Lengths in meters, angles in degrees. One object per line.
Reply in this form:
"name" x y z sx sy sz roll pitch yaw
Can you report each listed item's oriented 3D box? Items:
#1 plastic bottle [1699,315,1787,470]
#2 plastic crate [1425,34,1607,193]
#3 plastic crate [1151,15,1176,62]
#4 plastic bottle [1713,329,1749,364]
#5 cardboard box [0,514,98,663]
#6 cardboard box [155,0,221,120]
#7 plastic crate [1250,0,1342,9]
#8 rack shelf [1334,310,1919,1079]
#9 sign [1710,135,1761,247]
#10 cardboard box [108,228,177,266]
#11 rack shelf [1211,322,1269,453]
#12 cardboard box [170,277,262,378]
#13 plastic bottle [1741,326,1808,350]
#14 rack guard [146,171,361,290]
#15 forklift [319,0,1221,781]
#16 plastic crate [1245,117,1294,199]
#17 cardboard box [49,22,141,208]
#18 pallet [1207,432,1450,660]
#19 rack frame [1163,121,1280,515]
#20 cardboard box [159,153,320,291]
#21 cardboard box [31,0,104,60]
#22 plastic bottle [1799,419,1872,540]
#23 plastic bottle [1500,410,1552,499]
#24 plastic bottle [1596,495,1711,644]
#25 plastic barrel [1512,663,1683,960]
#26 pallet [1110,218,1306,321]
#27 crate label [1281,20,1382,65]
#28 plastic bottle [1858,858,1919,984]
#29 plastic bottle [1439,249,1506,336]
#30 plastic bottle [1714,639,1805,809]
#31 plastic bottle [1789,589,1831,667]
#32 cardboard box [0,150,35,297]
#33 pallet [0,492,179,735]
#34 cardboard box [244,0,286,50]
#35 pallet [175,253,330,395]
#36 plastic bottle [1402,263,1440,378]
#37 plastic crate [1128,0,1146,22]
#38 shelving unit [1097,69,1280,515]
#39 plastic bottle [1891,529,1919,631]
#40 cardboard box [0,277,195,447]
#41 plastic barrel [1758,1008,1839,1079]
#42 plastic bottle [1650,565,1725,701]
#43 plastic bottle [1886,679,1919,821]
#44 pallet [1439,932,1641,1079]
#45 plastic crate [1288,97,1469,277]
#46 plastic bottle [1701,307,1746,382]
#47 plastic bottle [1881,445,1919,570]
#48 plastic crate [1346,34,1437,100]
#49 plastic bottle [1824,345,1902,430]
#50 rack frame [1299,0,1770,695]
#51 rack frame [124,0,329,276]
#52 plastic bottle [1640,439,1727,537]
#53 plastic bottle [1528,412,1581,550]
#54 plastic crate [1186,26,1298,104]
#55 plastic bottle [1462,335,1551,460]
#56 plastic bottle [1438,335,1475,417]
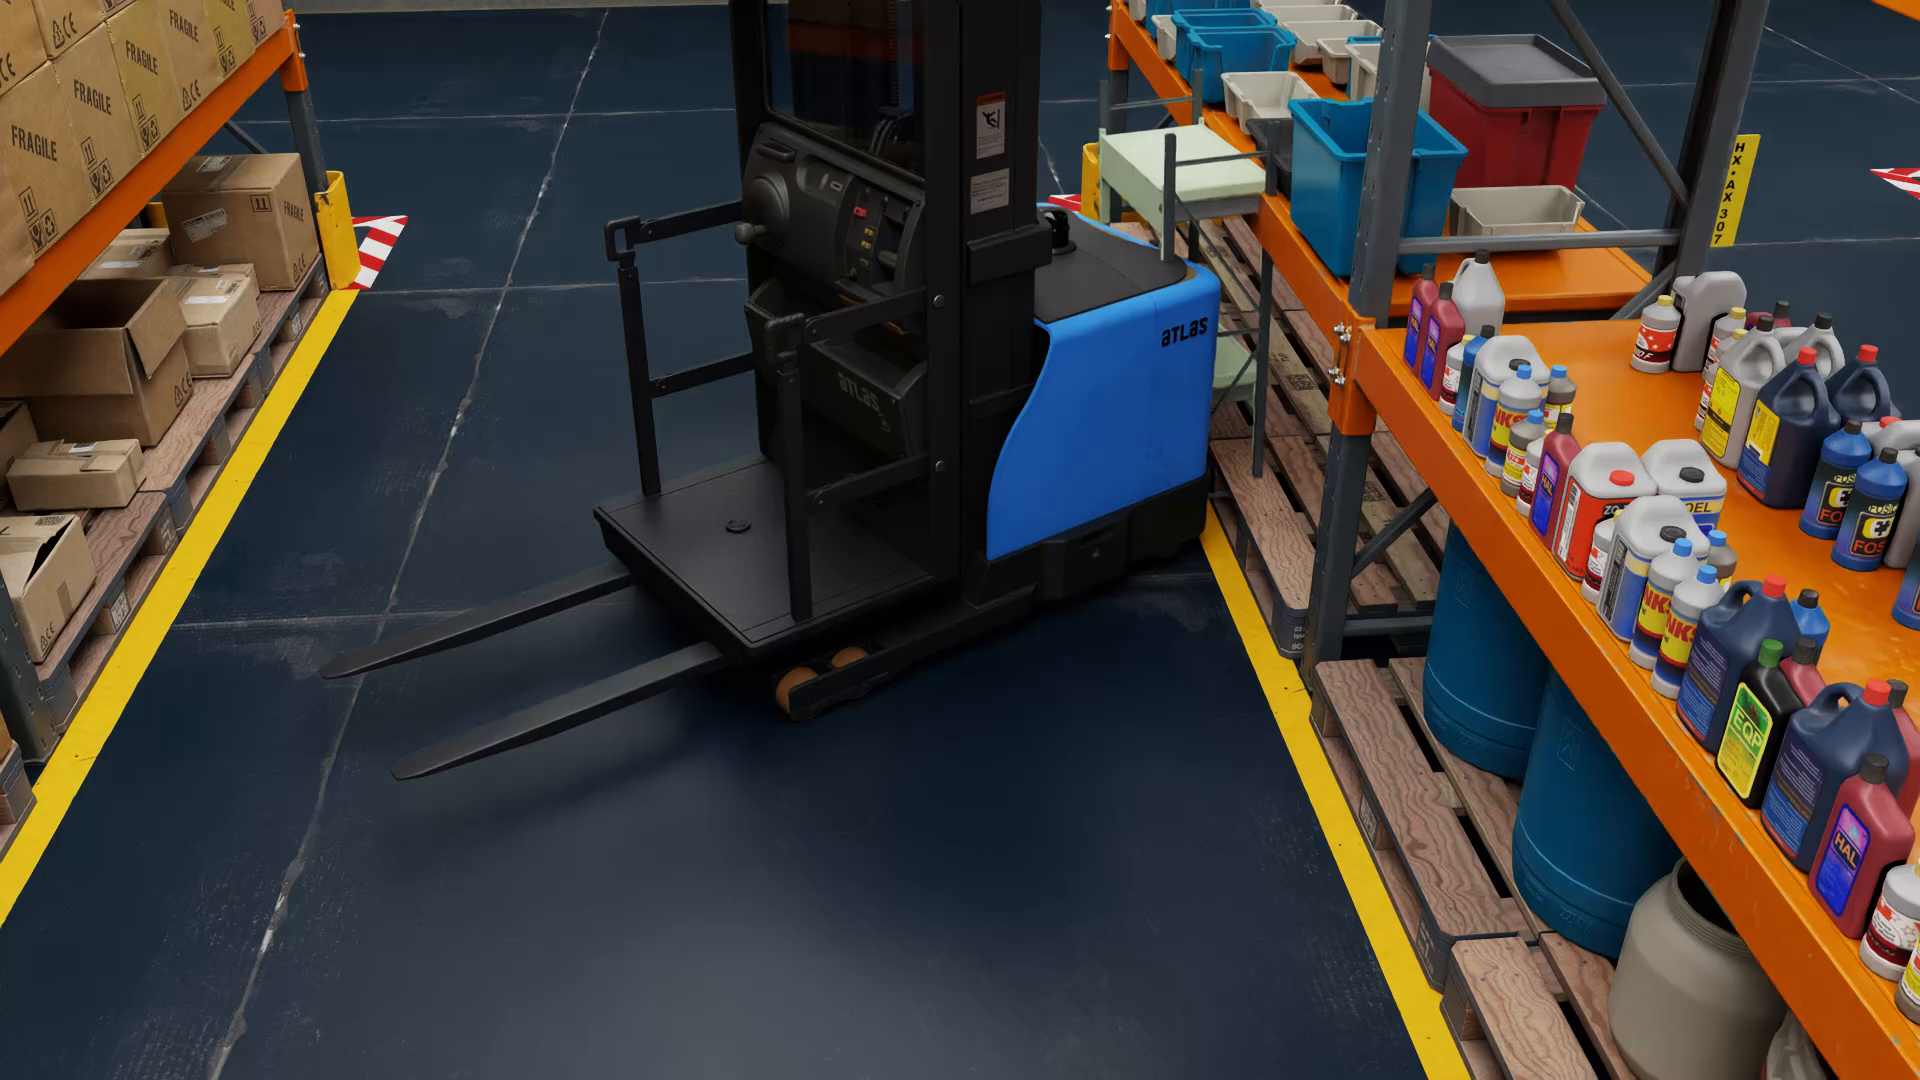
"plastic bottle" 1.897 -0.359 3.974 0.144 0.351 0.185 -3 31 -5
"plastic crate" 1.795 -1.362 5.484 0.402 0.464 0.583 -3 31 -5
"plastic crate" 0.961 -2.140 7.106 0.250 0.136 0.298 -3 31 -5
"plastic bottle" 1.977 -0.441 4.257 0.097 0.201 0.097 0 31 0
"cardboard box" -3.127 0.135 5.291 0.500 0.311 0.500 -3 31 -5
"cardboard box" -3.271 -1.955 6.501 0.500 0.500 0.500 -3 31 -4
"plastic crate" 1.511 -2.388 7.522 0.396 0.136 0.243 -3 31 -5
"rack shelf" 1.816 0.489 3.208 1.077 0.370 4.000 -3 31 -5
"sign" 2.177 -0.985 4.704 0.100 0.325 0.005 -3 31 -5
"cardboard box" -3.980 -1.382 7.990 0.380 0.149 0.250 -3 31 -5
"rack shelf" 0.842 -0.618 6.391 0.431 0.370 0.720 -9 31 -10
"cardboard box" -3.322 -0.904 7.091 0.500 0.250 0.500 -3 31 -5
"plastic bottle" 2.022 -0.415 4.141 0.152 0.276 0.135 -3 31 -5
"rack guard" -3.670 -1.536 8.334 1.175 0.500 0.348 -3 31 -5
"forklift" -0.572 -0.992 5.053 3.031 2.935 1.130 -21 37 -31
"plastic crate" 1.257 -1.307 5.723 0.437 0.125 0.590 -3 31 -5
"cardboard box" -3.175 -1.439 5.636 0.500 0.500 0.500 -3 31 -5
"pallet" 1.521 -0.017 6.073 1.003 0.211 1.213 -3 31 -5
"rack frame" 0.910 -0.725 5.917 0.400 1.500 0.023 -9 31 -10
"cardboard box" -3.381 -1.498 7.841 0.500 0.500 0.500 -3 31 -5
"cardboard box" -3.163 -1.858 5.362 0.500 0.500 0.500 -4 31 -6
"plastic bottle" 1.946 -0.141 3.686 0.097 0.271 0.097 0 31 0
"plastic bottle" 1.320 -0.204 3.860 0.097 0.201 0.097 0 31 0
"plastic bottle" 1.401 0.058 3.349 0.152 0.276 0.135 -3 31 -5
"plastic barrel" 1.729 0.520 4.092 0.600 0.901 0.708 -3 31 -5
"pallet" 1.293 -1.263 8.159 1.003 0.211 1.213 -3 31 -5
"crate label" 1.575 -2.098 7.037 0.396 0.136 0.243 -3 31 -5
"plastic bottle" 1.462 0.575 2.556 0.097 0.201 0.097 0 31 0
"plastic bottle" 1.343 -0.604 4.384 0.144 0.351 0.185 -3 31 -5
"plastic bottle" 1.403 0.319 2.904 0.061 0.283 0.133 -3 31 -5
"plastic bottle" 1.546 0.213 3.094 0.097 0.271 0.097 0 31 0
"cardboard box" -3.080 -0.922 4.771 0.500 0.500 0.500 -2 31 -3
"pallet" -3.366 0.241 5.641 1.003 0.211 1.213 -3 31 -5
"cardboard box" -3.364 -2.475 7.371 0.500 0.500 0.500 -2 31 -3
"pallet" -3.594 -1.005 7.726 1.003 0.211 1.213 -3 31 -5
"plastic bottle" 1.238 -0.583 4.415 0.061 0.283 0.133 -3 31 -5
"plastic crate" 0.898 -2.486 7.686 0.250 0.136 0.298 -3 31 -5
"shelving unit" 0.827 -0.900 6.227 0.431 1.500 0.755 -9 31 -10
"plastic bottle" 1.980 0.047 3.372 0.097 0.271 0.097 0 31 0
"cardboard box" -3.484 -0.682 6.471 0.797 0.503 0.637 -3 31 -5
"plastic barrel" 1.834 1.231 3.207 0.600 0.588 0.708 -3 31 -5
"plastic bottle" 1.394 0.170 3.165 0.097 0.271 0.097 0 31 0
"plastic bottle" 1.559 0.380 2.802 0.061 0.283 0.133 -3 31 -5
"pallet" 1.777 1.376 3.740 1.003 0.211 1.213 -3 31 -5
"plastic crate" 1.246 -1.082 5.093 0.392 0.384 0.575 -3 31 -5
"plastic bottle" 2.026 -0.512 4.376 0.097 0.201 0.097 0 31 0
"plastic bottle" 2.081 -0.089 3.595 0.152 0.276 0.135 -3 31 -5
"plastic crate" 1.702 -1.801 6.444 0.416 0.233 0.300 -3 31 -5
"plastic bottle" 2.058 -0.272 3.828 0.144 0.351 0.185 -3 31 -5
"rack frame" 1.629 -0.841 4.733 1.000 3.000 0.127 -3 31 -5
"rack frame" -3.677 -2.648 7.758 1.000 3.000 0.127 -3 31 -5
"plastic bottle" 1.531 -0.068 3.559 0.152 0.276 0.135 -3 31 -5
"plastic bottle" 1.321 -0.130 3.656 0.061 0.283 0.133 -3 31 -5
"plastic crate" 1.101 -1.870 6.560 0.416 0.233 0.300 -3 31 -5
"plastic bottle" 1.327 -0.346 4.026 0.152 0.276 0.135 -3 31 -5
"plastic bottle" 1.280 -0.422 4.225 0.097 0.201 0.097 0 31 0
